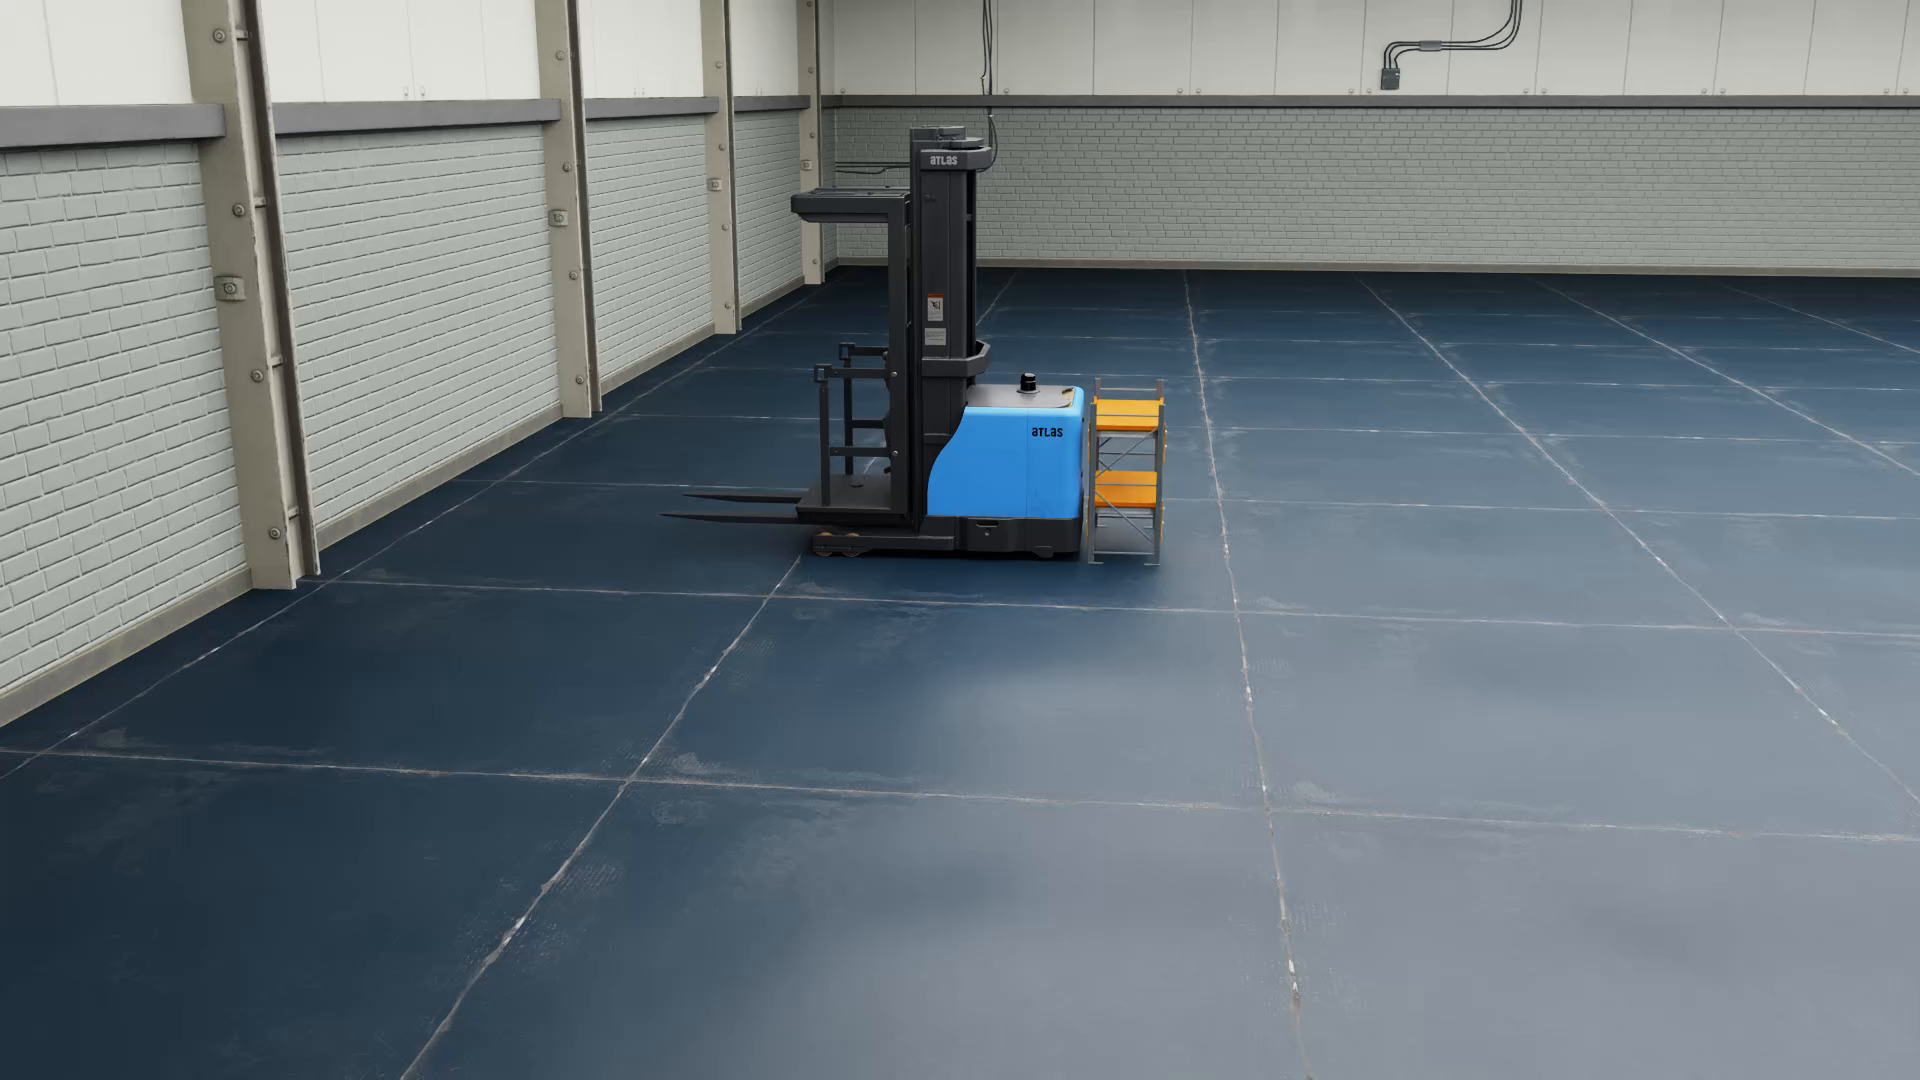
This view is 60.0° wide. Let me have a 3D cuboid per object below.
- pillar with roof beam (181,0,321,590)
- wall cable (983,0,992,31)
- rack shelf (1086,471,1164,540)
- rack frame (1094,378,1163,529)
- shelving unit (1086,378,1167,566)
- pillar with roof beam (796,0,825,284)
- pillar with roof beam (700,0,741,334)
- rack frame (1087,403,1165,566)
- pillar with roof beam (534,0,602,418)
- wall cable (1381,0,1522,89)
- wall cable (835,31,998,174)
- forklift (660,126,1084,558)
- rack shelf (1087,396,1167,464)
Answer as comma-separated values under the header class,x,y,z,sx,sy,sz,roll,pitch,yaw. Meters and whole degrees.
class,x,y,z,sx,sy,sz,roll,pitch,yaw
pillar with roof beam,-0.253,-3.947,9.518,9.100,9.000,0.400,2,15,6
wall cable,1.835,-10.326,29.385,3.097,2.526,0.112,2,15,6
rack shelf,1.189,-0.271,11.947,0.538,0.278,1.000,2,15,6
rack frame,1.242,-0.639,12.371,0.500,1.125,0.032,2,15,6
shelving unit,1.189,-0.507,11.883,0.538,1.125,1.048,2,15,6
pillar with roof beam,1.778,-8.615,26.783,9.100,9.000,0.400,2,15,6
pillar with roof beam,1.101,-7.059,21.028,9.100,9.000,0.400,2,15,6
rack frame,1.135,-0.375,11.395,0.500,1.125,0.032,2,15,6
pillar with roof beam,0.424,-5.503,15.273,9.100,9.000,0.400,2,15,6
wall cable,8.578,-10.825,28.440,2.305,6.003,0.169,2,15,6
wall cable,-0.853,-7.968,30.339,3.097,2.526,0.112,2,15,6
forklift,-0.626,-1.432,11.841,3.031,2.935,1.130,2,15,6
rack shelf,1.189,-0.790,11.807,0.538,0.278,1.000,2,15,6
